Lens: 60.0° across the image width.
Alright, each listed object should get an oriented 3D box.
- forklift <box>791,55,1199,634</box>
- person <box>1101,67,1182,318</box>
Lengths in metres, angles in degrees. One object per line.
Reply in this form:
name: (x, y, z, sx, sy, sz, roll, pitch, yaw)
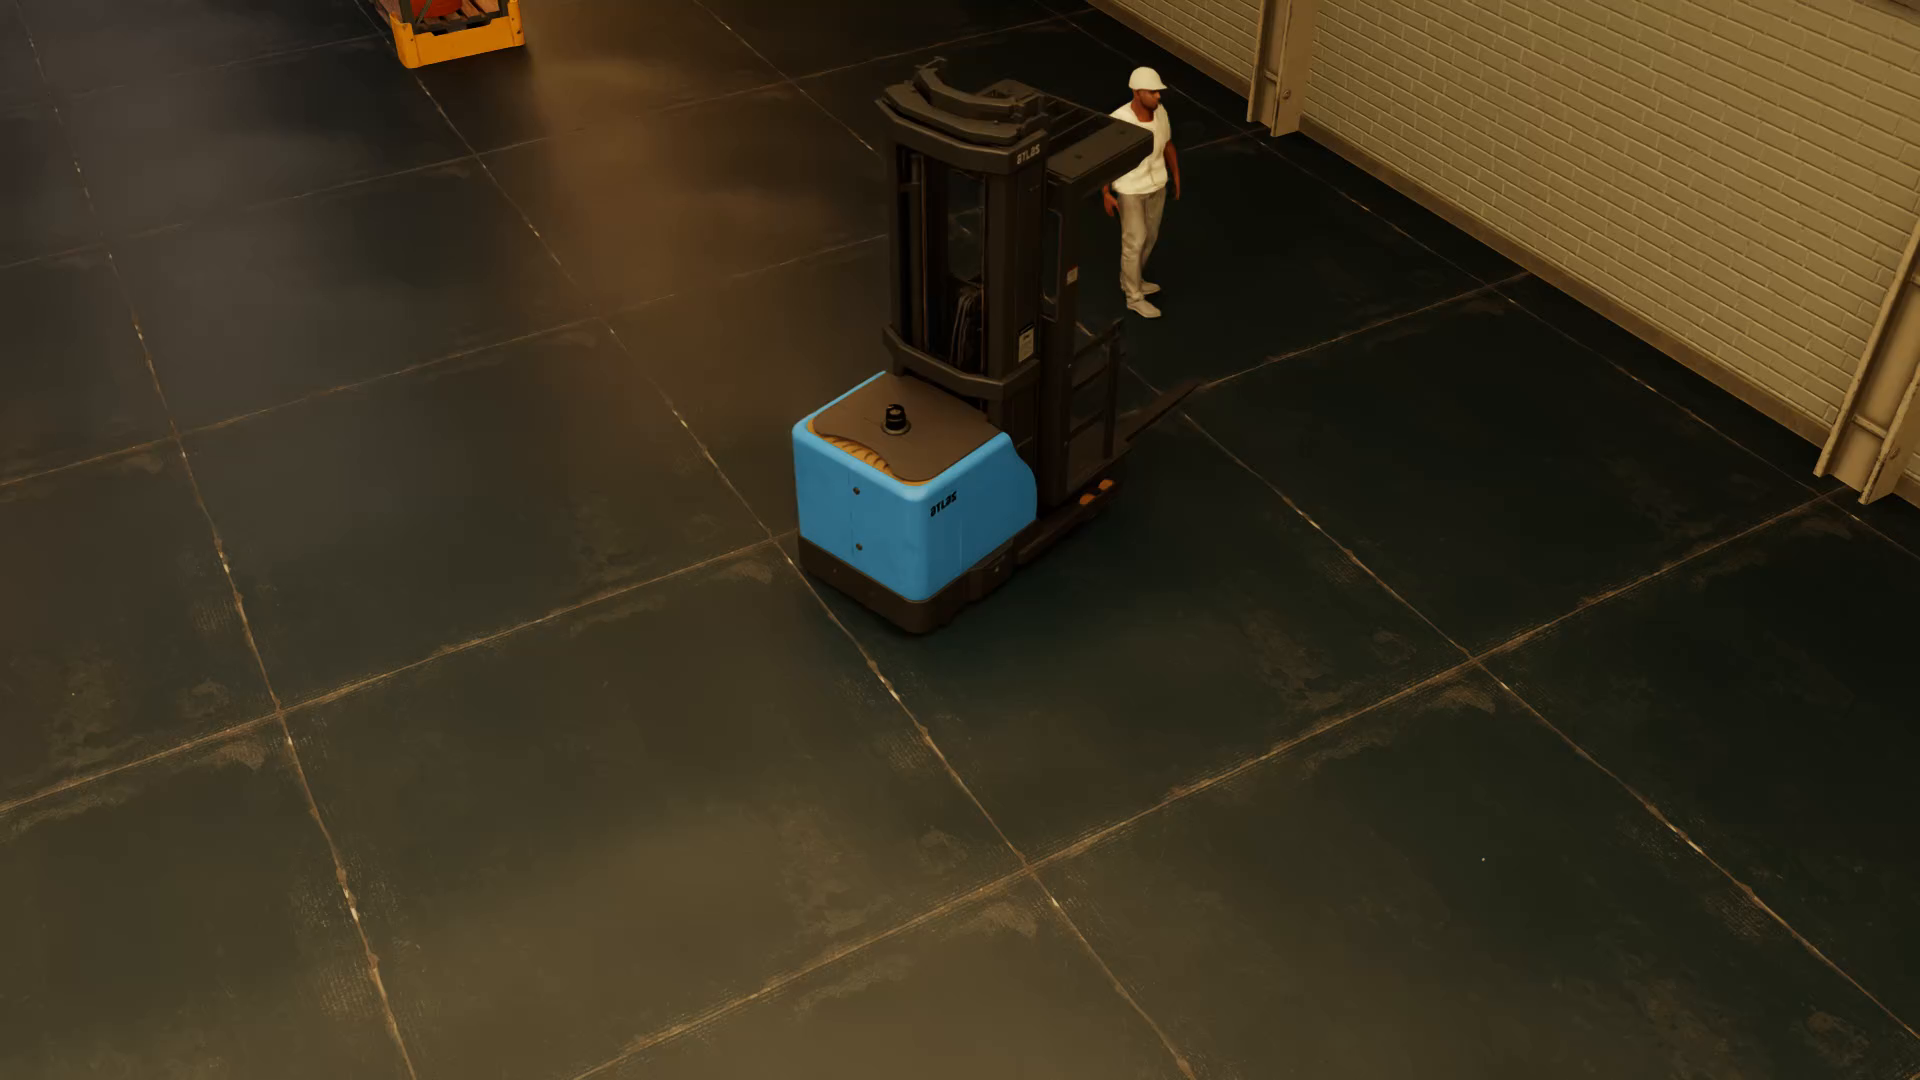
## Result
forklift: (0.375, -1.451, 9.785, 1.130, 2.935, 3.031, 29, 48, 31)
person: (1.366, -2.504, 11.981, 0.677, 1.756, 0.650, -24, 45, -26)
